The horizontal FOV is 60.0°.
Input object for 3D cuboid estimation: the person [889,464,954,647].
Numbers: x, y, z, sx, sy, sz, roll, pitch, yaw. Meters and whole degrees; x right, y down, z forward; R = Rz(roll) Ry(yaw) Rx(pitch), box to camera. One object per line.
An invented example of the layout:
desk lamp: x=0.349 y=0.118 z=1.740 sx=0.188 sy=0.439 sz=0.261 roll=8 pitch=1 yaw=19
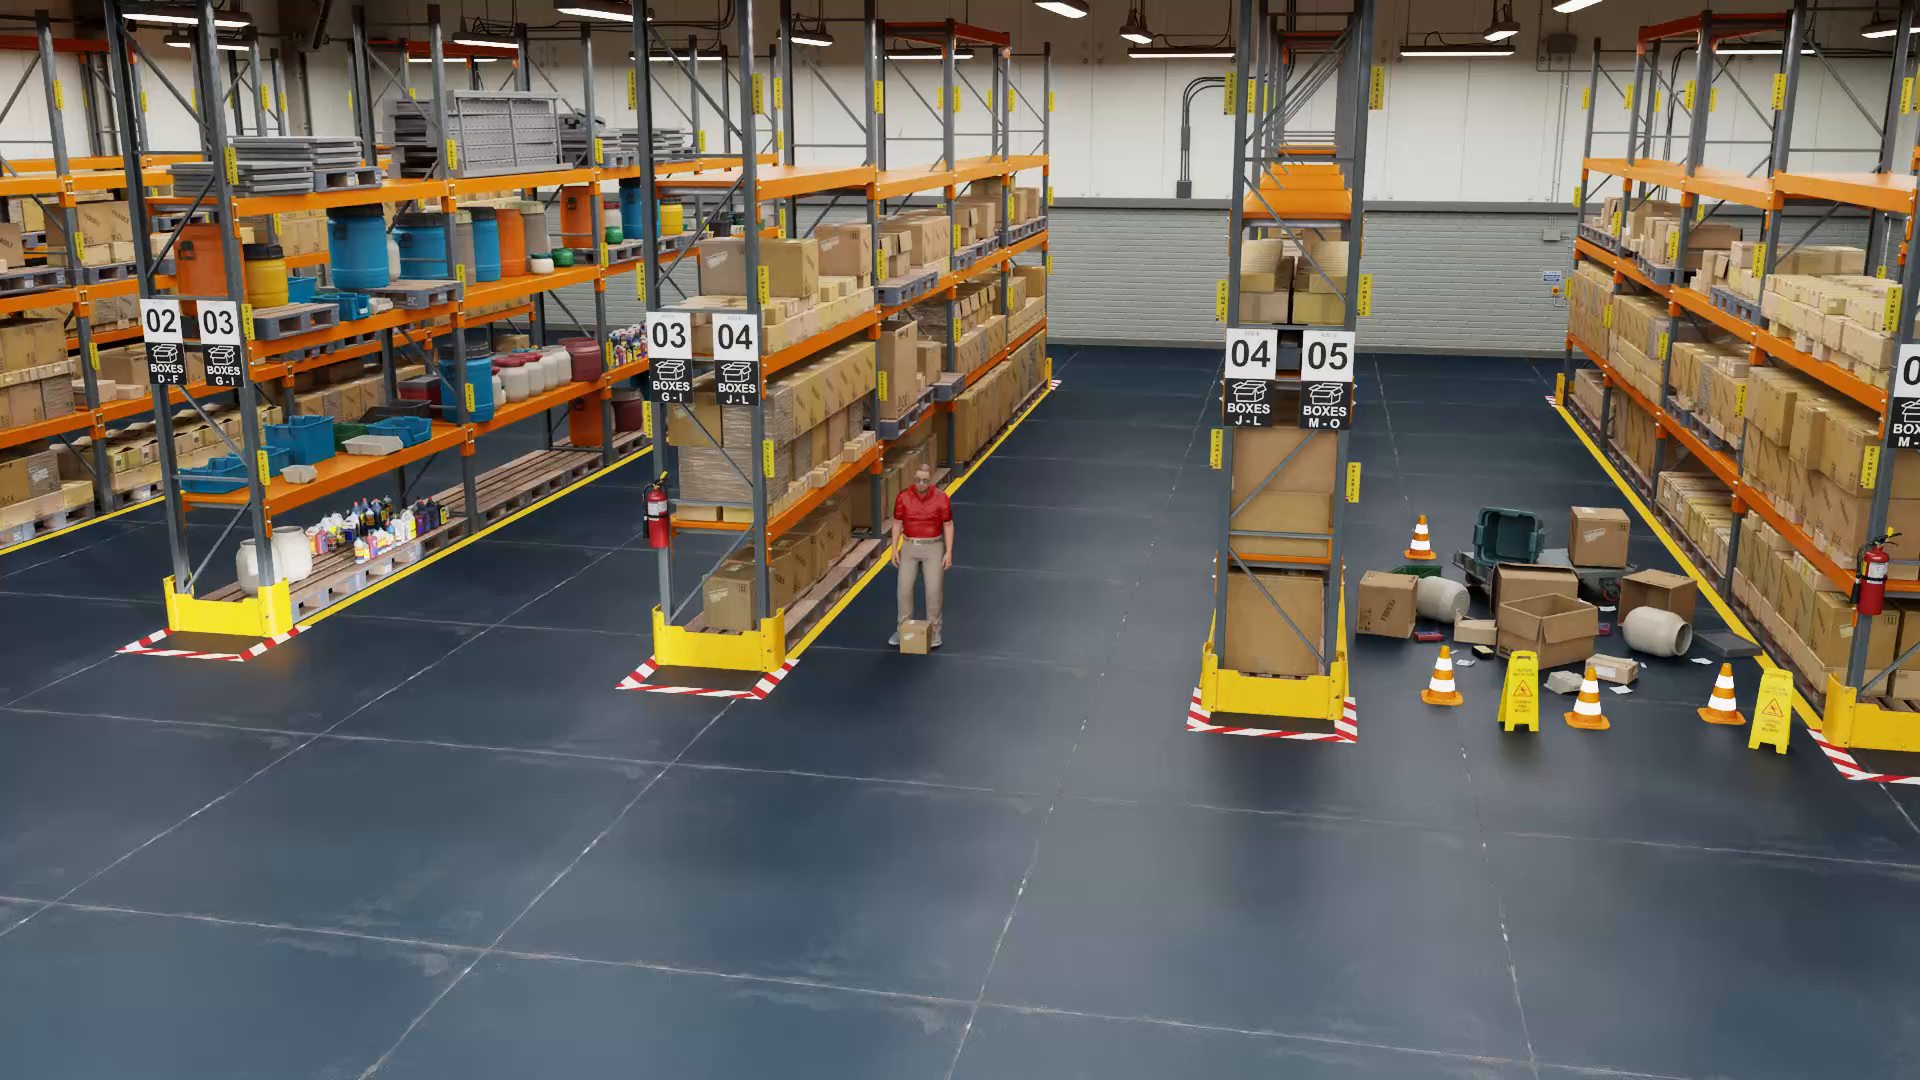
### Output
person: x=-0.361 y=0.124 z=15.561 sx=0.599 sy=1.726 sz=0.393 roll=2 pitch=15 yaw=8
